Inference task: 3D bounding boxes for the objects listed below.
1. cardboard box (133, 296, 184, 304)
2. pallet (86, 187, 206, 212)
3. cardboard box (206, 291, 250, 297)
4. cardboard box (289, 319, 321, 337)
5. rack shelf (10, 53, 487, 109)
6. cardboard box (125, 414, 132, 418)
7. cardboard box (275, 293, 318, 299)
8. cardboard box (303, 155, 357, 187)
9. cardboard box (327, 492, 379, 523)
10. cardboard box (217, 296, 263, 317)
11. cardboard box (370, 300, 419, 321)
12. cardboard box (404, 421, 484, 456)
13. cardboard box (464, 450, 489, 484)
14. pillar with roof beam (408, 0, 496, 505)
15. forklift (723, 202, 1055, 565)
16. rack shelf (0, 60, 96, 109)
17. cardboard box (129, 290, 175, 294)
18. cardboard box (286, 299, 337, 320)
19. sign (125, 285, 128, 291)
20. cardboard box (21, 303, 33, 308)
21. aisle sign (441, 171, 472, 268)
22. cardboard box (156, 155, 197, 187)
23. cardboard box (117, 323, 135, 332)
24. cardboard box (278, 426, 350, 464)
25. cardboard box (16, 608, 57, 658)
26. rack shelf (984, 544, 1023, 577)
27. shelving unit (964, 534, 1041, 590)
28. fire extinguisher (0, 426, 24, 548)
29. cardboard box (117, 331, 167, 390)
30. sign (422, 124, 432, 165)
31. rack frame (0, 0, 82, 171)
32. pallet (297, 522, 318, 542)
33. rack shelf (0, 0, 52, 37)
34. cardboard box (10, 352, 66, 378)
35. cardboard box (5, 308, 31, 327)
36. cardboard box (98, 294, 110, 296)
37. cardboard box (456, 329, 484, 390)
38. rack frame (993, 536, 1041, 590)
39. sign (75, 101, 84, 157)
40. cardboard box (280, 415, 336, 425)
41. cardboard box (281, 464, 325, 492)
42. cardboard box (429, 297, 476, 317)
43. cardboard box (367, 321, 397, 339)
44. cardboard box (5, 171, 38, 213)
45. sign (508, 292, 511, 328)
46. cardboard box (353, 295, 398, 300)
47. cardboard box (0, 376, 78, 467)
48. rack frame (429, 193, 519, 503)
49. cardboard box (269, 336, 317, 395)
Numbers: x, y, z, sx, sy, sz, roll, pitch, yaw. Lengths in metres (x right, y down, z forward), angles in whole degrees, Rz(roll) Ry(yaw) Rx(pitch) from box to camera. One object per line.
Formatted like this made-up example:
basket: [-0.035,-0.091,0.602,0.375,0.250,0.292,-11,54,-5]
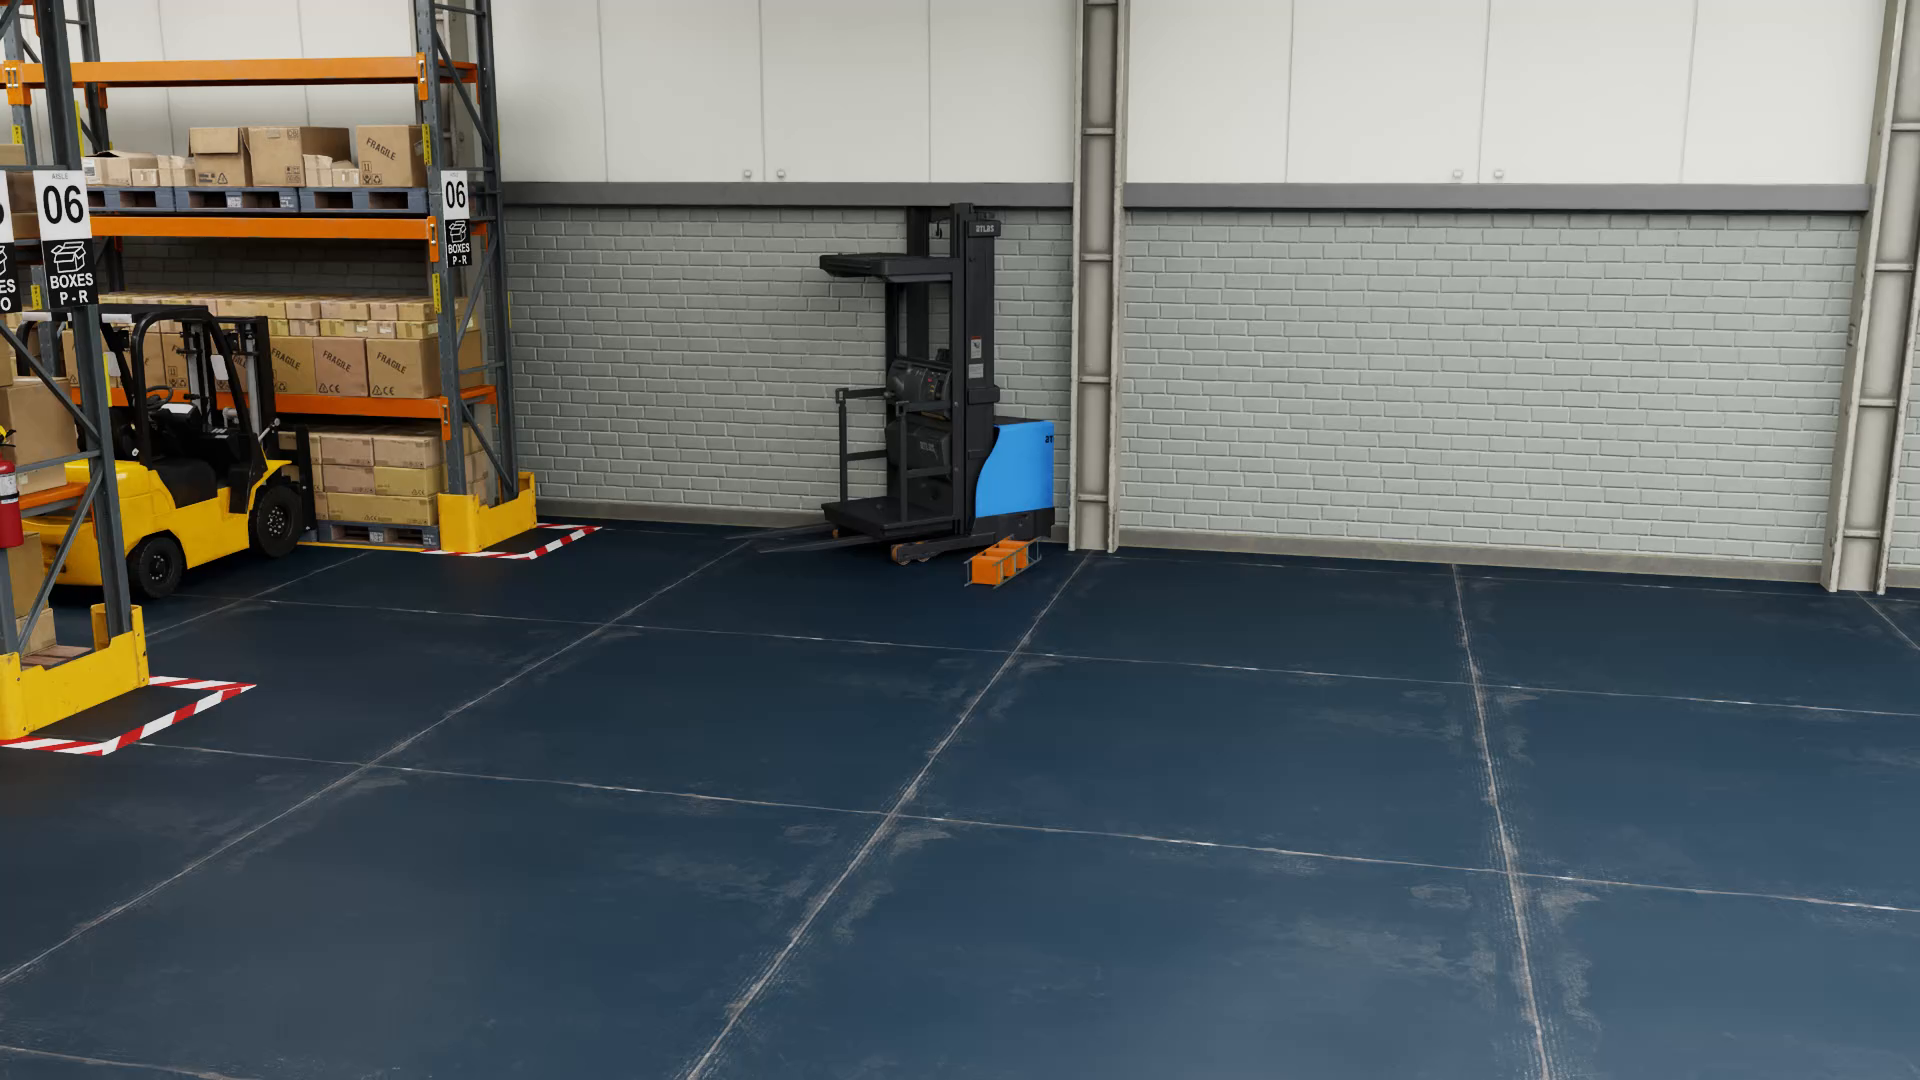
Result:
cardboard box: [-7.100,-2.082,14.777,0.250,0.149,0.380,3,13,15]
pallet: [-7.254,-3.073,14.940,1.213,0.211,1.003,3,13,14]
cardboard box: [-6.707,-2.199,15.302,0.250,0.149,0.380,3,13,13]
cardboard box: [-5.610,-1.861,14.466,0.250,0.149,0.380,3,13,12]
rack shelf: [-6.147,-3.970,14.434,4.000,0.370,1.077,3,13,14]
cardboard box: [-7.565,-1.057,15.642,0.500,0.250,0.500,3,13,15]
cardboard box: [-5.975,-2.143,15.051,0.250,0.149,0.380,3,13,14]
cardboard box: [-5.329,-3.128,14.093,0.258,0.266,0.396,3,13,14]
cardboard box: [-5.218,-0.332,14.683,0.500,0.250,0.500,3,13,14]
cardboard box: [-6.334,-2.063,14.693,0.250,0.149,0.380,3,13,14]
cardboard box: [-4.850,-1.975,14.293,0.250,0.149,0.380,3,13,14]
cardboard box: [-4.626,-0.899,14.930,0.500,0.250,0.500,3,13,13]
cardboard box: [-4.612,-0.658,15.000,0.500,0.250,0.500,3,13,15]
pillar with roof beam: [-5.697,-3.733,10.782,0.400,9.000,9.100,3,13,14]
forklift: [-0.524,-1.356,14.078,3.031,2.935,1.130,-8,15,-33]
rack shelf: [-10.030,-4.177,15.369,4.000,0.370,1.077,3,13,14]
cardboard box: [-7.473,-2.227,15.431,0.250,0.149,0.380,3,13,12]
cardboard box: [-5.614,-2.001,14.414,0.250,0.149,0.380,3,13,15]
sign: [-7.957,-2.269,15.854,0.005,0.325,0.100,3,13,14]
cardboard box: [-8.869,-2.158,15.806,0.250,0.149,0.380,3,13,13]
aisle sign: [-4.212,-2.687,13.919,0.004,0.787,0.394,3,13,14]
cardboard box: [-6.720,-3.203,14.429,0.258,0.266,0.396,3,13,12]
cardboard box: [-7.331,-1.964,14.932,0.250,0.149,0.380,3,13,13]
cardboard box: [-5.716,-0.842,14.673,0.500,0.250,0.500,3,13,14]
cardboard box: [-6.108,0.598,10.492,0.500,0.250,0.500,3,13,13]
rack shelf: [0.358,0.165,13.448,0.240,0.215,0.259,4,14,23]
shelving unit: [0.354,0.168,13.439,0.252,0.215,1.050,4,14,23]
fire extinguisher: [-5.390,-0.299,9.334,0.183,0.674,0.296,3,13,14]
cardboard box: [-7.211,-1.638,14.962,0.500,0.500,0.500,3,13,15]
sign: [-4.349,-3.228,13.571,0.005,0.325,0.100,3,13,14]
rack frame: [-5.391,-3.368,9.139,0.127,3.000,1.000,3,13,14]
pallet: [-6.138,-0.217,15.223,1.213,0.211,1.003,3,13,14]
rack shelf: [-7.333,-3.119,9.685,4.000,0.370,1.077,3,13,14]
cardboard box: [-8.641,-1.589,15.316,0.500,0.250,0.500,3,13,15]
cardboard box: [-8.728,-2.037,15.262,0.250,0.149,0.380,3,13,13]
cardboard box: [-7.850,-2.123,14.961,0.250,0.149,0.380,3,13,15]
cardboard box: [-4.620,-1.616,14.863,0.500,0.500,0.500,3,13,15]
rack frame: [0.466,0.176,13.391,0.008,0.200,1.050,4,14,23]
sign: [-5.261,-2.445,9.884,0.005,0.325,0.100,3,13,14]
cardboard box: [-6.091,-0.980,15.297,0.500,0.250,0.500,3,13,12]
cardboard box: [-5.743,-0.600,14.739,0.500,0.250,0.500,3,13,12]
cardboard box: [-4.480,-2.056,14.662,0.250,0.149,0.380,3,13,12]
cardboard box: [-4.864,-1.815,14.261,0.250,0.149,0.380,3,13,14]
cardboard box: [-5.815,-2.058,9.818,0.500,0.250,0.500,3,13,13]
sign: [-4.066,-2.061,14.917,0.005,0.325,0.100,3,13,14]
cardboard box: [-5.222,-2.104,14.876,0.250,0.149,0.380,3,13,14]
cardboard box: [-5.784,-0.716,10.120,0.500,0.500,0.500,3,13,13]
rack frame: [-4.205,-1.483,14.495,0.127,3.000,1.000,3,13,14]
cardboard box: [-5.745,-1.558,14.600,0.500,0.500,0.500,3,13,12]
